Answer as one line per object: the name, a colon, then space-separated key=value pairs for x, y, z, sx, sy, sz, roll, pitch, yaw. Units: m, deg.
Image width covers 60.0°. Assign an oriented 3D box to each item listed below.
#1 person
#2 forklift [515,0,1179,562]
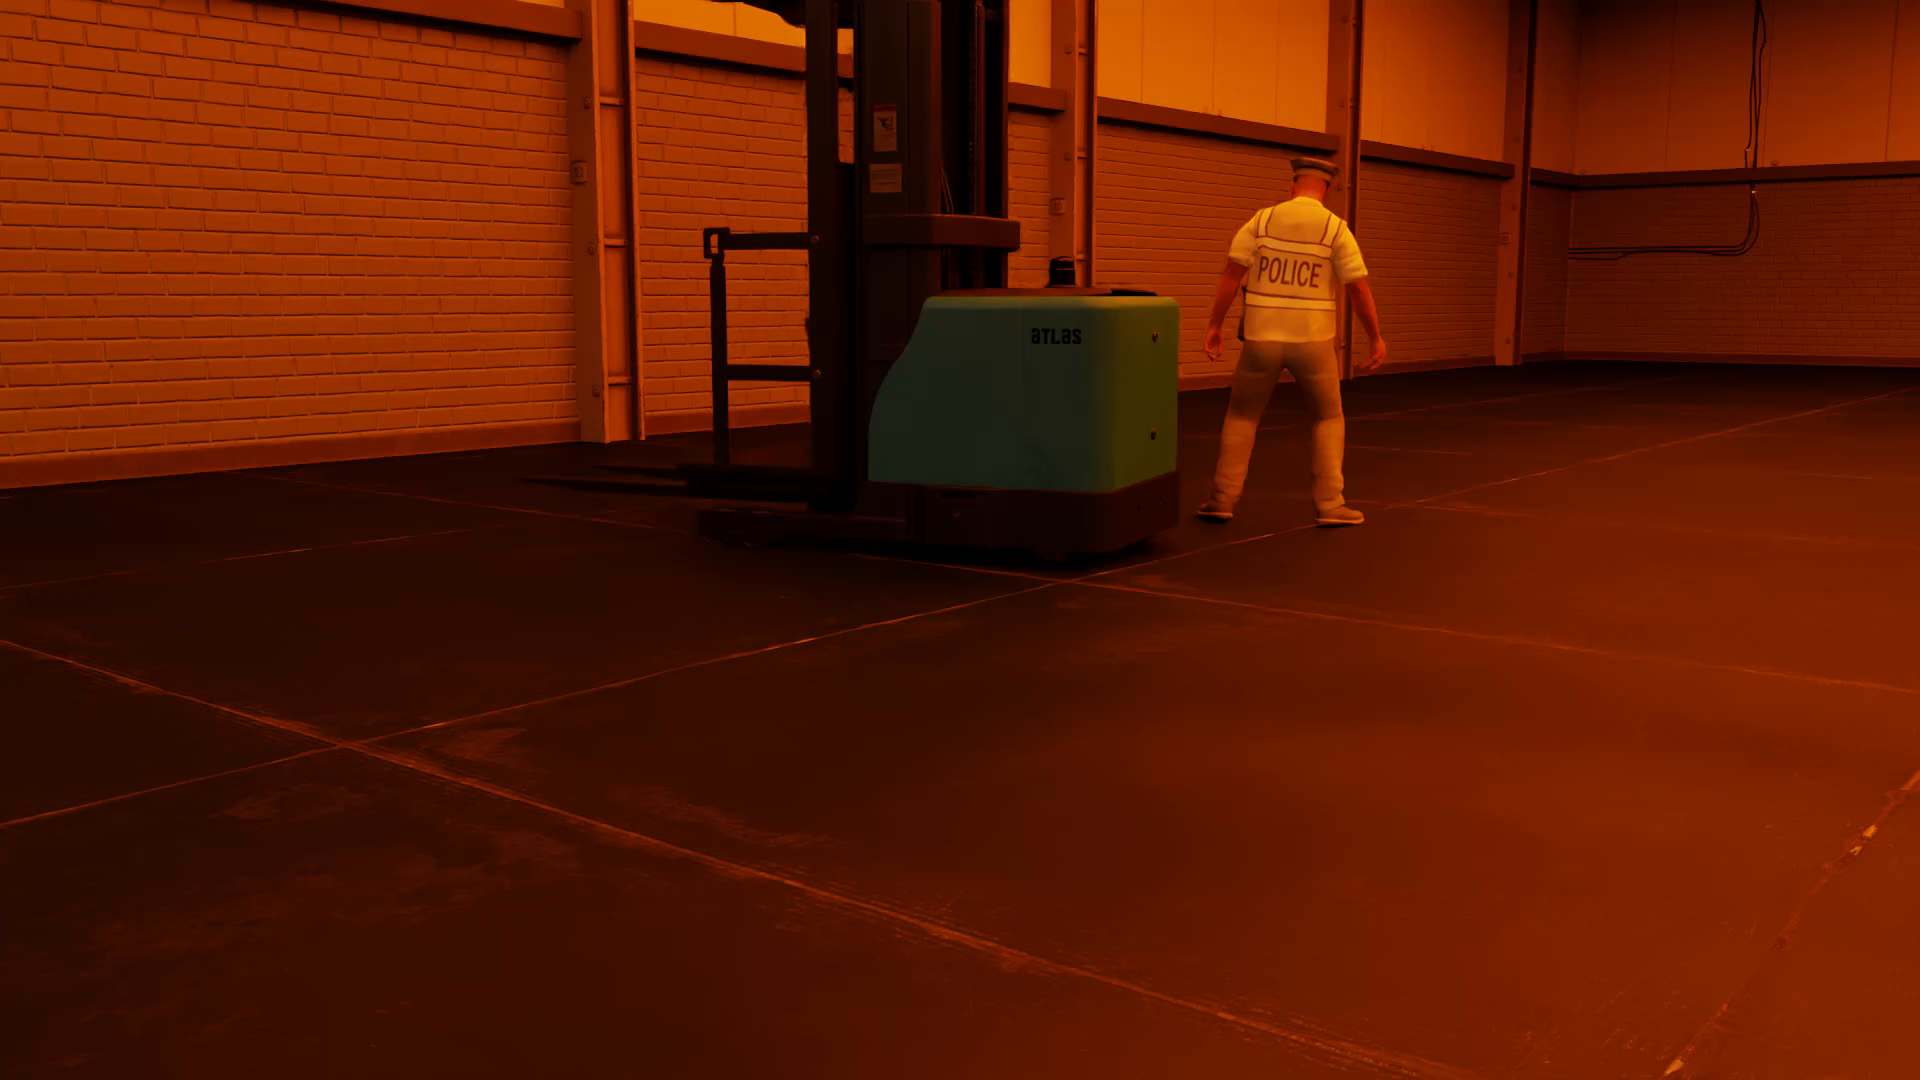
person: x=1.558 y=-0.932 z=7.868 sx=0.873 sy=1.716 sz=0.406 roll=3 pitch=9 yaw=18
forklift: x=-0.593 y=-1.480 z=7.394 sx=3.031 sy=2.935 sz=1.130 roll=4 pitch=9 yaw=23
